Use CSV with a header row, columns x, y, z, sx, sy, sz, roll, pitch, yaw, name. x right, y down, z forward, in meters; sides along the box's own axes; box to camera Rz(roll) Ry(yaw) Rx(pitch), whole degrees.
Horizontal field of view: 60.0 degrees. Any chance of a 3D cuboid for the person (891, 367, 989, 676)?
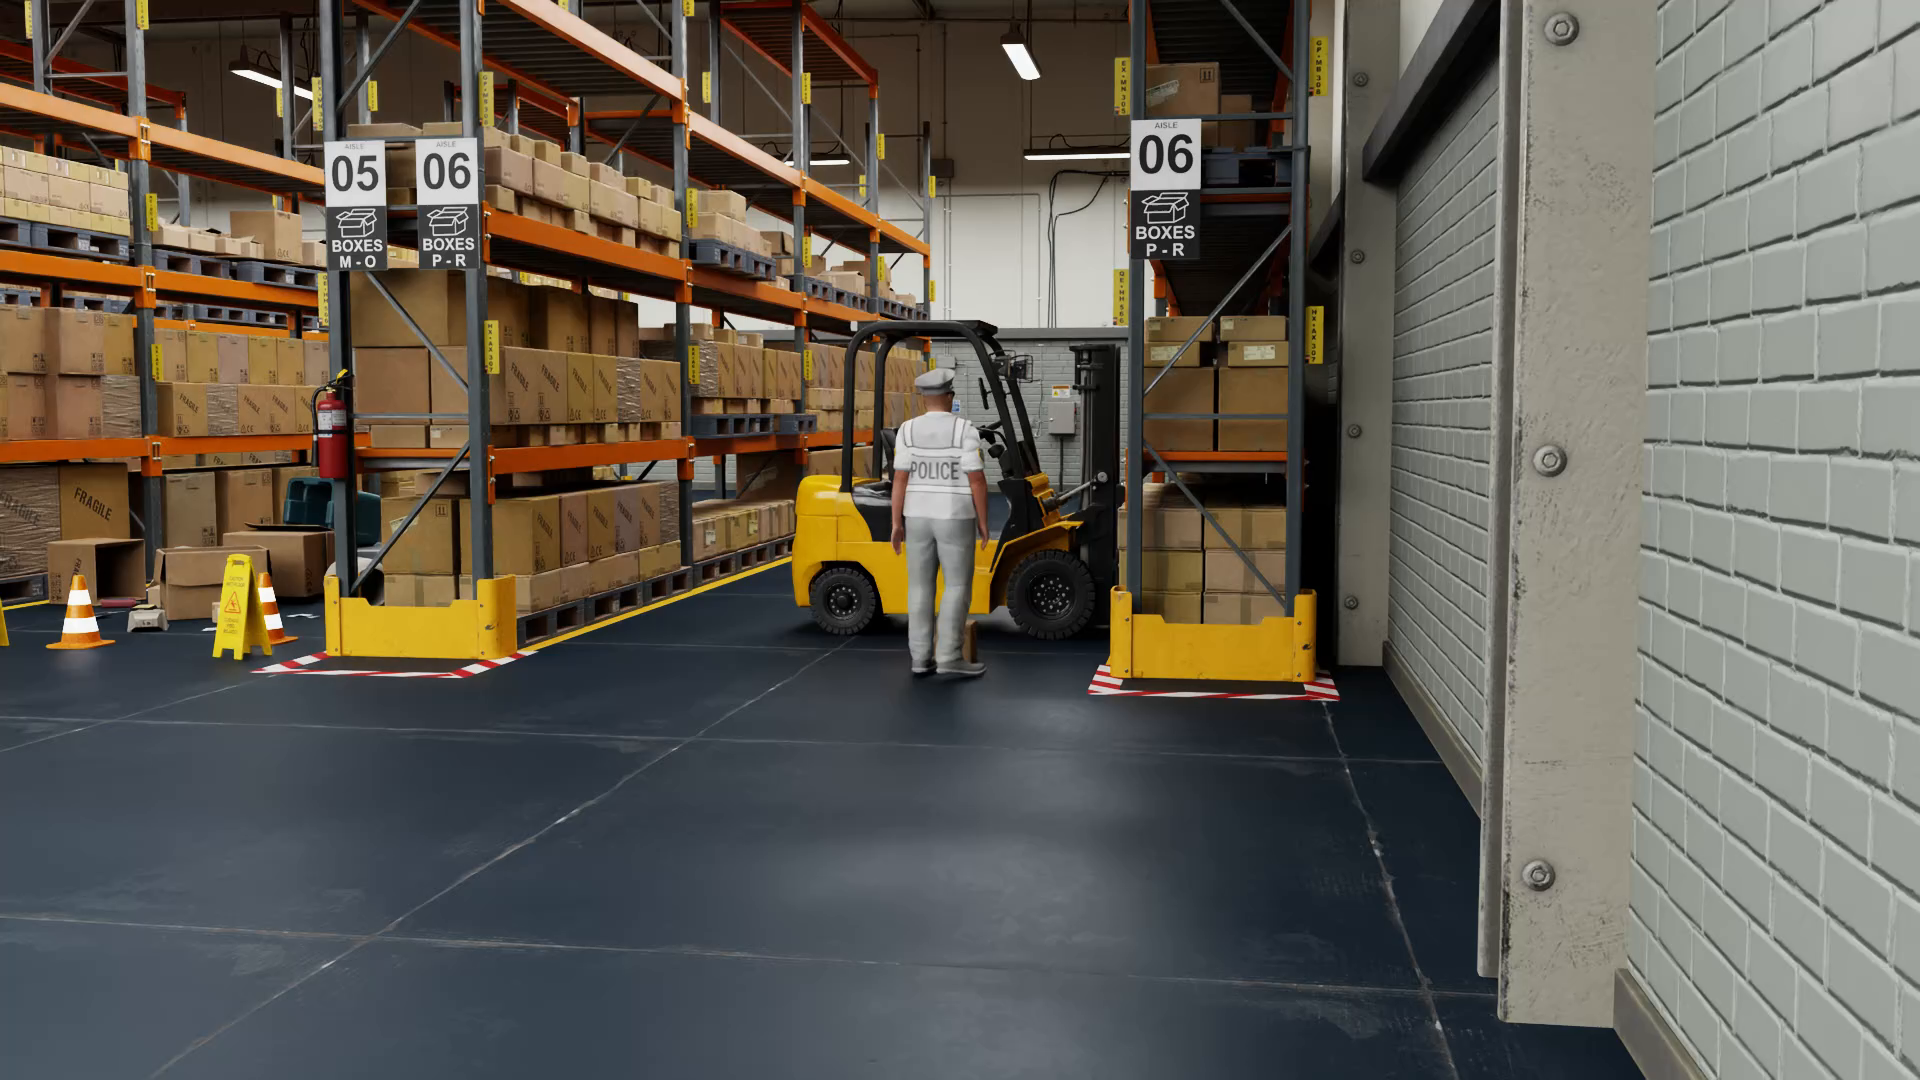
x,y,z,sx,sy,sz,roll,pitch,yaw,name
-0.111,-0.108,9.632,0.564,1.778,0.419,1,5,16,person
